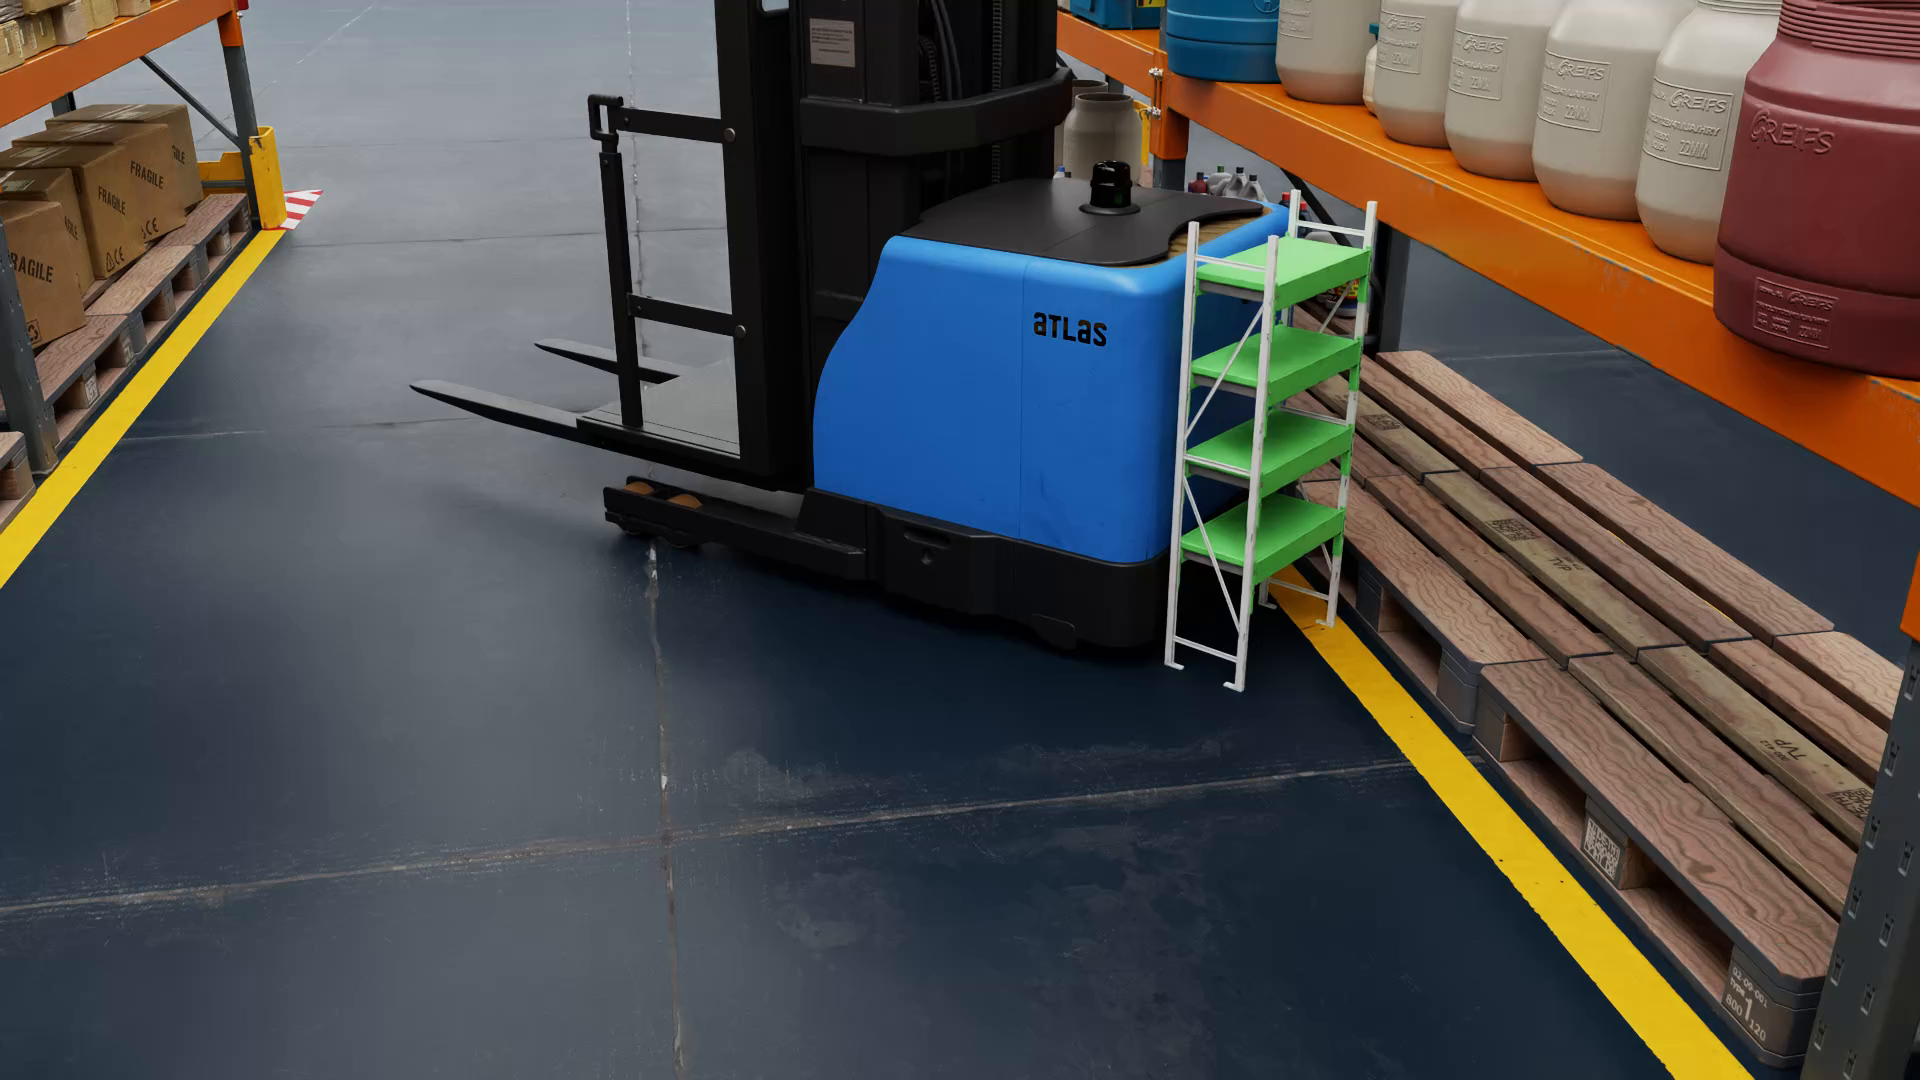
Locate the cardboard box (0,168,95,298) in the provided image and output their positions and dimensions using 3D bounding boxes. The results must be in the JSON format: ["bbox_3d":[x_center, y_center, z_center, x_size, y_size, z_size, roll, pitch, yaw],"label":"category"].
[{"bbox_3d":[-3.990,-1.248,6.959,0.500,0.500,0.500,-6,24,-14],"label":"cardboard box"}]

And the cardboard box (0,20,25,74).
[{"bbox_3d":[-3.428,-1.669,5.637,0.380,0.149,0.250,-4,24,-10],"label":"cardboard box"}]

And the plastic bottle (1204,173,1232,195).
[{"bbox_3d":[1.268,-1.680,8.202,0.152,0.276,0.135,-4,24,-9],"label":"plastic bottle"}]

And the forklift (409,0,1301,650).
[{"bbox_3d":[-0.526,-1.479,4.974,3.031,2.935,1.130,14,27,30],"label":"forklift"}]

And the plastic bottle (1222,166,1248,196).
[{"bbox_3d":[1.328,-1.595,7.914,0.144,0.351,0.185,-3,24,-8],"label":"plastic bottle"}]

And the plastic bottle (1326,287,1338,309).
[{"bbox_3d":[1.571,-1.061,6.879,0.097,0.201,0.097,0,24,0],"label":"plastic bottle"}]

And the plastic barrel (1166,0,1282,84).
[{"bbox_3d":[0.991,-2.000,5.455,0.600,0.901,0.708,-4,24,-10],"label":"plastic barrel"}]

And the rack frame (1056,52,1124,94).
[{"bbox_3d":[0.478,-3.518,9.557,1.000,3.000,0.127,-4,24,-10],"label":"rack frame"}]

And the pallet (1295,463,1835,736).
[{"bbox_3d":[1.630,0.120,4.711,1.003,0.211,1.213,-4,24,-10],"label":"pallet"}]

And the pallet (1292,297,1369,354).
[{"bbox_3d":[1.134,-0.934,7.124,1.003,0.211,1.213,-4,24,-10],"label":"pallet"}]

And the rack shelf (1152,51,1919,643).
[{"bbox_3d":[1.587,-0.828,4.297,1.077,0.370,4.000,-4,24,-10],"label":"rack shelf"}]

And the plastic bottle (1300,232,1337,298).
[{"bbox_3d":[1.503,-1.181,7.059,0.152,0.276,0.135,-3,24,-8],"label":"plastic bottle"}]

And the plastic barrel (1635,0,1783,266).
[{"bbox_3d":[1.557,-0.811,3.220,0.421,0.512,0.421,0,24,0],"label":"plastic barrel"}]

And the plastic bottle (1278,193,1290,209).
[{"bbox_3d":[1.441,-1.355,7.364,0.144,0.351,0.185,-5,24,-12],"label":"plastic bottle"}]

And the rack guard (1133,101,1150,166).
[{"bbox_3d":[0.538,-2.346,9.997,1.175,0.500,0.348,-4,24,-10],"label":"rack guard"}]

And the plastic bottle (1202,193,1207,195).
[{"bbox_3d":[1.174,-1.575,8.055,0.097,0.201,0.097,0,24,0],"label":"plastic bottle"}]

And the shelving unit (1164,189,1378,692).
[{"bbox_3d":[0.804,-0.260,4.347,0.258,1.200,0.503,19,30,36],"label":"shelving unit"}]

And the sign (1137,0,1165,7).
[{"bbox_3d":[0.675,-2.035,5.816,0.100,0.325,0.005,-4,24,-10],"label":"sign"}]

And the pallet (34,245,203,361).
[{"bbox_3d":[-4.038,-1.042,7.373,1.003,0.211,1.213,-4,24,-10],"label":"pallet"}]

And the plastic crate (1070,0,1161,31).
[{"bbox_3d":[0.746,-2.291,6.935,0.499,0.251,0.616,-4,24,-10],"label":"plastic crate"}]

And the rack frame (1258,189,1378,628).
[{"bbox_3d":[0.962,-0.335,4.518,0.240,1.200,0.015,19,30,36],"label":"rack frame"}]

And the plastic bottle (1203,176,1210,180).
[{"bbox_3d":[1.248,-1.747,8.449,0.097,0.201,0.097,0,24,0],"label":"plastic bottle"}]

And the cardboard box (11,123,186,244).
[{"bbox_3d":[-4.146,-1.719,8.036,0.500,0.500,0.500,2,24,4],"label":"cardboard box"}]

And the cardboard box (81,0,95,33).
[{"bbox_3d":[-3.650,-2.059,6.531,0.380,0.149,0.250,-4,24,-10],"label":"cardboard box"}]

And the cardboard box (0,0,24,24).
[{"bbox_3d":[-3.672,-1.942,5.451,0.875,0.500,0.500,-4,24,-10],"label":"cardboard box"}]

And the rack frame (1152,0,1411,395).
[{"bbox_3d":[1.217,-1.944,5.954,1.000,3.000,0.127,-4,24,-10],"label":"rack frame"}]

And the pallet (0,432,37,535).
[{"bbox_3d":[-3.505,0.006,4.972,1.003,0.211,1.213,-4,24,-10],"label":"pallet"}]

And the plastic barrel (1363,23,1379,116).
[{"bbox_3d":[1.311,-1.349,4.764,0.301,0.262,0.301,0,24,0],"label":"plastic barrel"}]

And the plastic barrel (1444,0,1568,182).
[{"bbox_3d":[1.395,-1.155,3.978,0.433,0.535,0.433,0,24,0],"label":"plastic barrel"}]

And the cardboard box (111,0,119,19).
[{"bbox_3d":[-3.776,-2.254,6.976,0.380,0.149,0.250,-4,24,-10],"label":"cardboard box"}]

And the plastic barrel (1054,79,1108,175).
[{"bbox_3d":[0.675,-2.317,9.391,0.421,0.512,0.421,0,24,0],"label":"plastic barrel"}]

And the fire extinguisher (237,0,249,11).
[{"bbox_3d":[-3.958,-3.195,8.914,0.296,0.674,0.183,-4,24,-10],"label":"fire extinguisher"}]

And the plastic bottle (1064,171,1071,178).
[{"bbox_3d":[0.531,-1.648,8.120,0.061,0.283,0.133,-4,24,-9],"label":"plastic bottle"}]

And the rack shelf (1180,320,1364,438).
[{"bbox_3d":[0.804,-0.422,4.277,0.258,0.148,0.480,19,30,36],"label":"rack shelf"}]

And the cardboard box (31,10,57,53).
[{"bbox_3d":[-3.557,-1.863,6.081,0.380,0.149,0.250,-4,24,-10],"label":"cardboard box"}]

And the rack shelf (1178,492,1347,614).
[{"bbox_3d":[0.804,0.018,4.469,0.258,0.148,0.480,19,30,36],"label":"rack shelf"}]

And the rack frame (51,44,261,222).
[{"bbox_3d":[-4.390,-3.151,8.717,1.000,3.000,0.127,-4,24,-10],"label":"rack frame"}]
